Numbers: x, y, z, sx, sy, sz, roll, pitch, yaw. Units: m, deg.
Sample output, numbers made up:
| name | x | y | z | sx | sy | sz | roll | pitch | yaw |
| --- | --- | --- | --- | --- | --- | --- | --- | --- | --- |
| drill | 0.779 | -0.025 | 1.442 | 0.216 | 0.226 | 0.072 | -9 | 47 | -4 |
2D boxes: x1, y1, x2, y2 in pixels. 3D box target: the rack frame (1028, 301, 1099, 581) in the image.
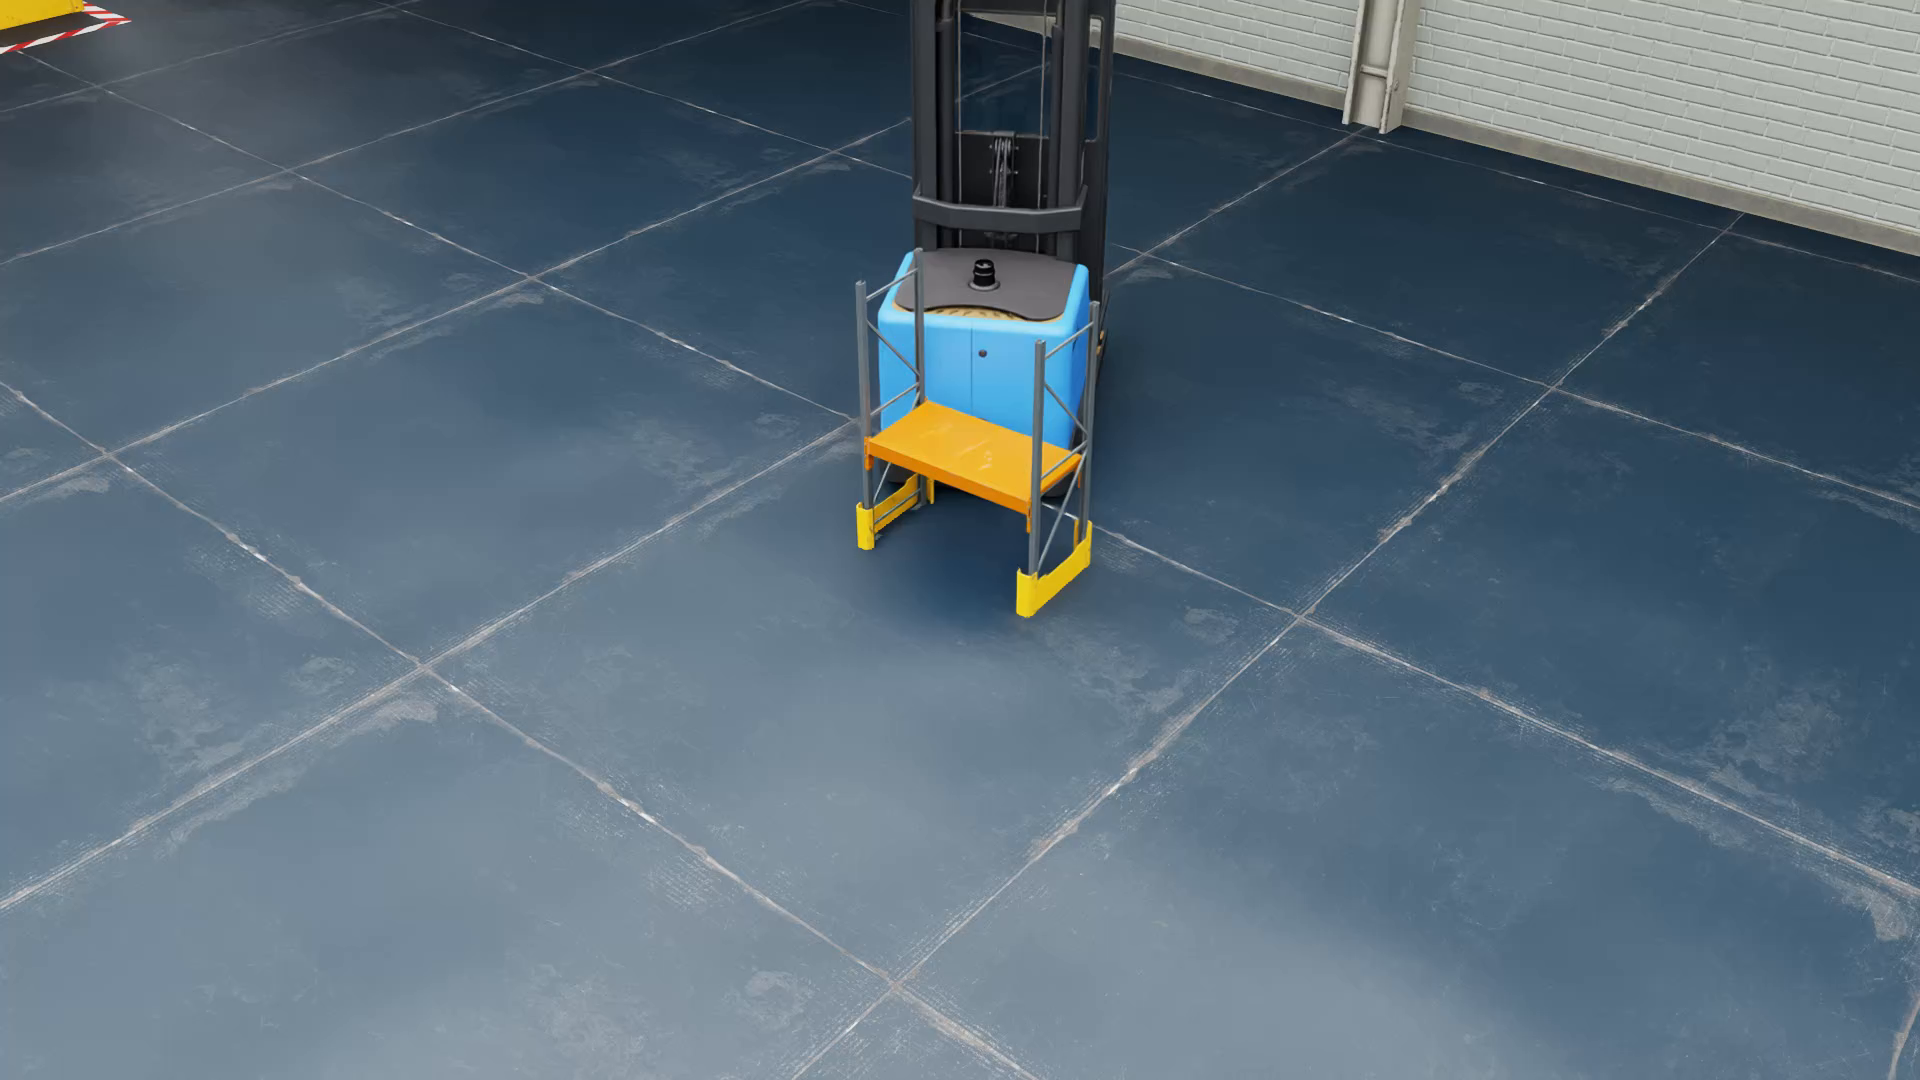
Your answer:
| name | x | y | z | sx | sy | sz | roll | pitch | yaw |
| --- | --- | --- | --- | --- | --- | --- | --- | --- | --- |
| rack frame | 0.490 | -0.372 | 7.967 | 0.032 | 1.500 | 0.500 | 22 | 40 | 29 |

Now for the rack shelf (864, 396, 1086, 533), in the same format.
| name | x | y | z | sx | sy | sz | roll | pitch | yaw |
| --- | --- | --- | --- | --- | --- | --- | --- | --- | --- |
| rack shelf | 0.076 | -0.391 | 8.312 | 1.000 | 0.185 | 0.538 | 22 | 40 | 29 |

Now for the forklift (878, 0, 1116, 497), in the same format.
| name | x | y | z | sx | sy | sz | roll | pitch | yaw |
| --- | --- | --- | --- | --- | --- | --- | --- | --- | --- |
| forklift | 0.320 | -2.267 | 9.462 | 1.130 | 2.935 | 3.031 | 6 | 35 | 8 |

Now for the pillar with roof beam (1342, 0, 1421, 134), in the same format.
| name | x | y | z | sx | sy | sz | roll | pitch | yaw |
| --- | --- | --- | --- | --- | --- | --- | --- | --- | --- |
| pillar with roof beam | 0.659 | -5.289 | 8.502 | 0.400 | 9.000 | 9.100 | 25 | 42 | 32 |

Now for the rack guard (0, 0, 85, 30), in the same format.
| name | x | y | z | sx | sy | sz | roll | pitch | yaw |
| --- | --- | --- | --- | --- | --- | --- | --- | --- | --- |
| rack guard | -9.082 | -5.227 | 15.920 | 0.348 | 0.500 | 1.175 | 25 | 42 | 32 |

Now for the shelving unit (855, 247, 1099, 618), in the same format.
| name | x | y | z | sx | sy | sz | roll | pitch | yaw |
| --- | --- | --- | --- | --- | --- | --- | --- | --- | --- |
| shelving unit | 0.068 | -0.542 | 8.214 | 1.083 | 1.500 | 0.587 | 22 | 40 | 29 |

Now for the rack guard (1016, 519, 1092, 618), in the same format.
| name | x | y | z | sx | sy | sz | roll | pitch | yaw |
| --- | --- | --- | --- | --- | --- | --- | --- | --- | --- |
| rack guard | 0.474 | 0.137 | 8.330 | 0.087 | 0.250 | 0.587 | 22 | 40 | 29 |

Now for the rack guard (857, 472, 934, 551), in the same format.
| name | x | y | z | sx | sy | sz | roll | pitch | yaw |
| --- | --- | --- | --- | --- | --- | --- | --- | --- | --- |
| rack guard | -0.337 | -0.190 | 8.806 | 0.087 | 0.250 | 0.587 | 22 | 40 | 29 |

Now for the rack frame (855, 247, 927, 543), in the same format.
| name | x | y | z | sx | sy | sz | roll | pitch | yaw |
| --- | --- | --- | --- | --- | --- | --- | --- | --- | --- |
| rack frame | -0.338 | -0.706 | 8.453 | 0.032 | 1.500 | 0.500 | 22 | 40 | 29 |
